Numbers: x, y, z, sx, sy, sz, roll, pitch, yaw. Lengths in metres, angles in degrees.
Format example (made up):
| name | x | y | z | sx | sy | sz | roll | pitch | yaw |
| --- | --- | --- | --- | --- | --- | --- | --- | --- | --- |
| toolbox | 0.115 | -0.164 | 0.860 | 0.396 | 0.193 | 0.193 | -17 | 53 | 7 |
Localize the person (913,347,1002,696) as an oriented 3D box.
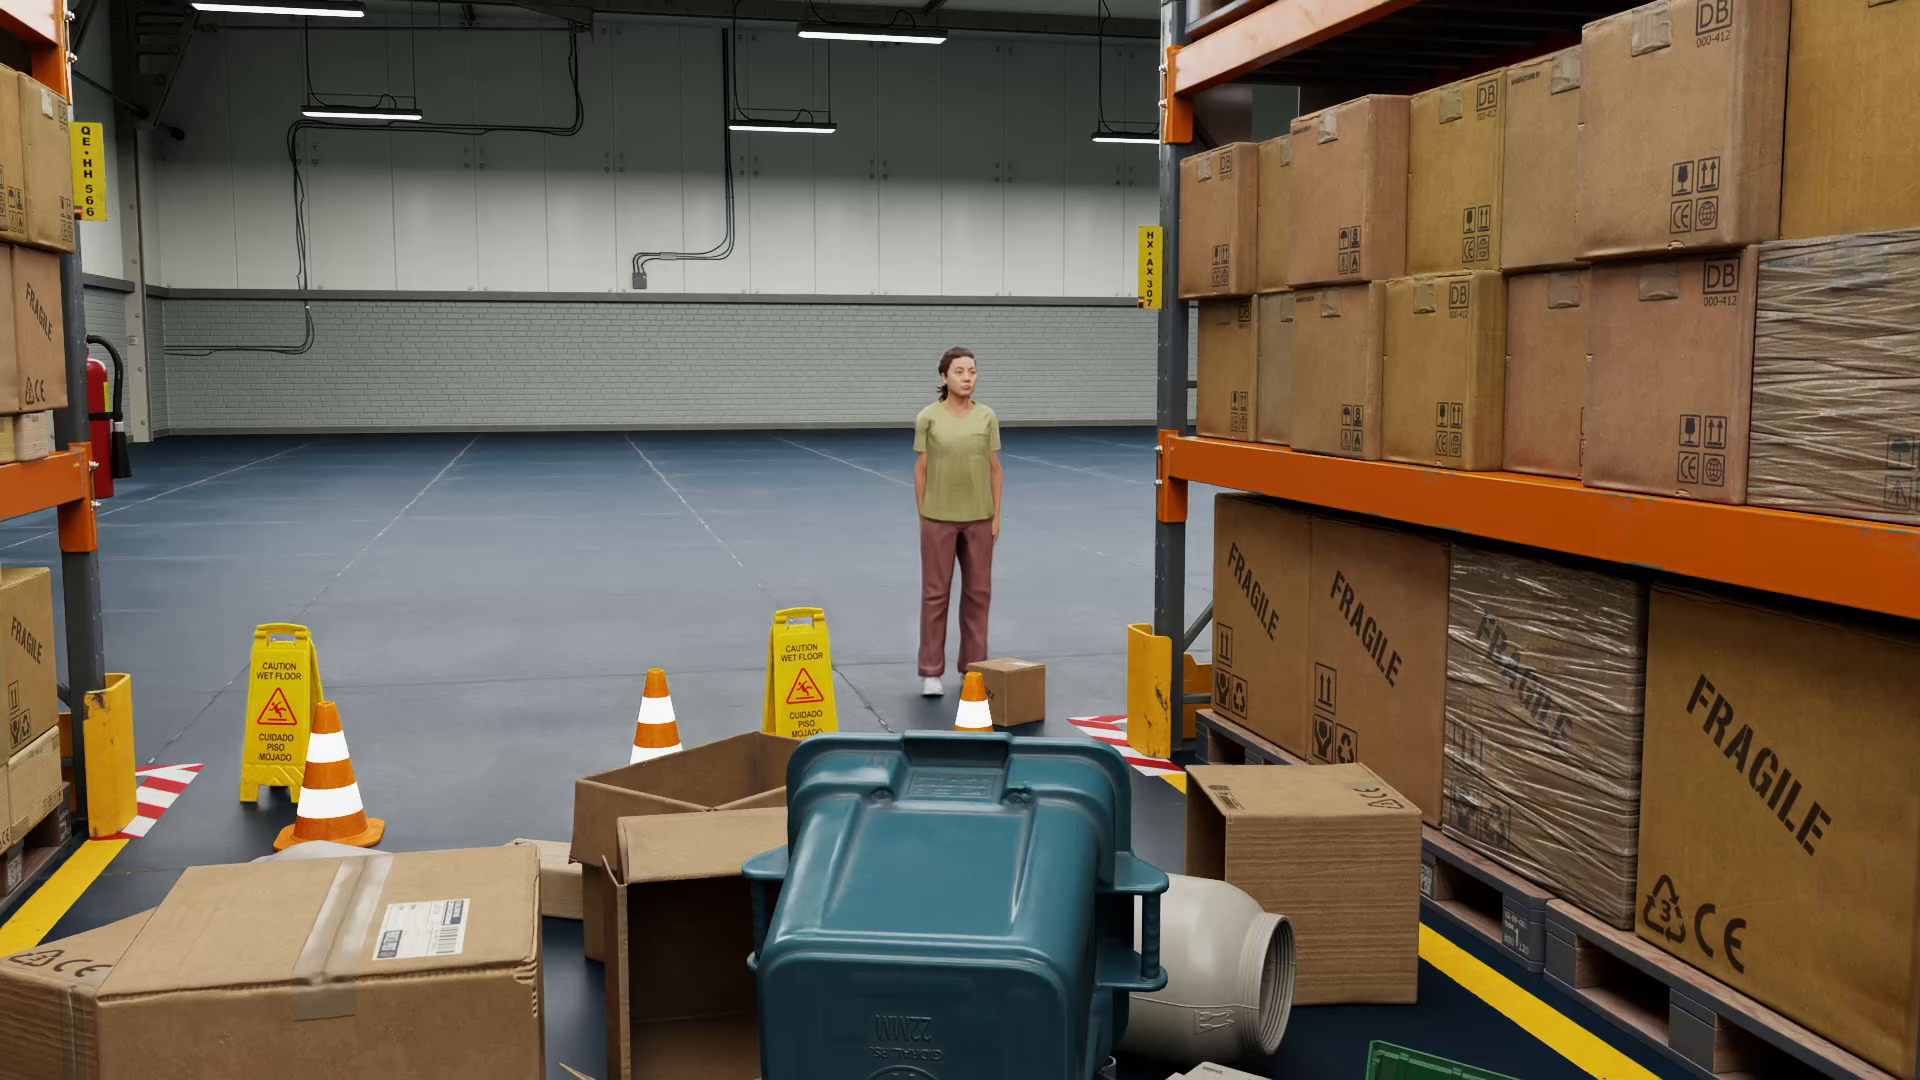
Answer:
| name | x | y | z | sx | sy | sz | roll | pitch | yaw |
| --- | --- | --- | --- | --- | --- | --- | --- | --- | --- |
| person | -0.006 | -0.094 | 8.040 | 0.438 | 1.670 | 0.349 | -1 | 6 | -12 |
